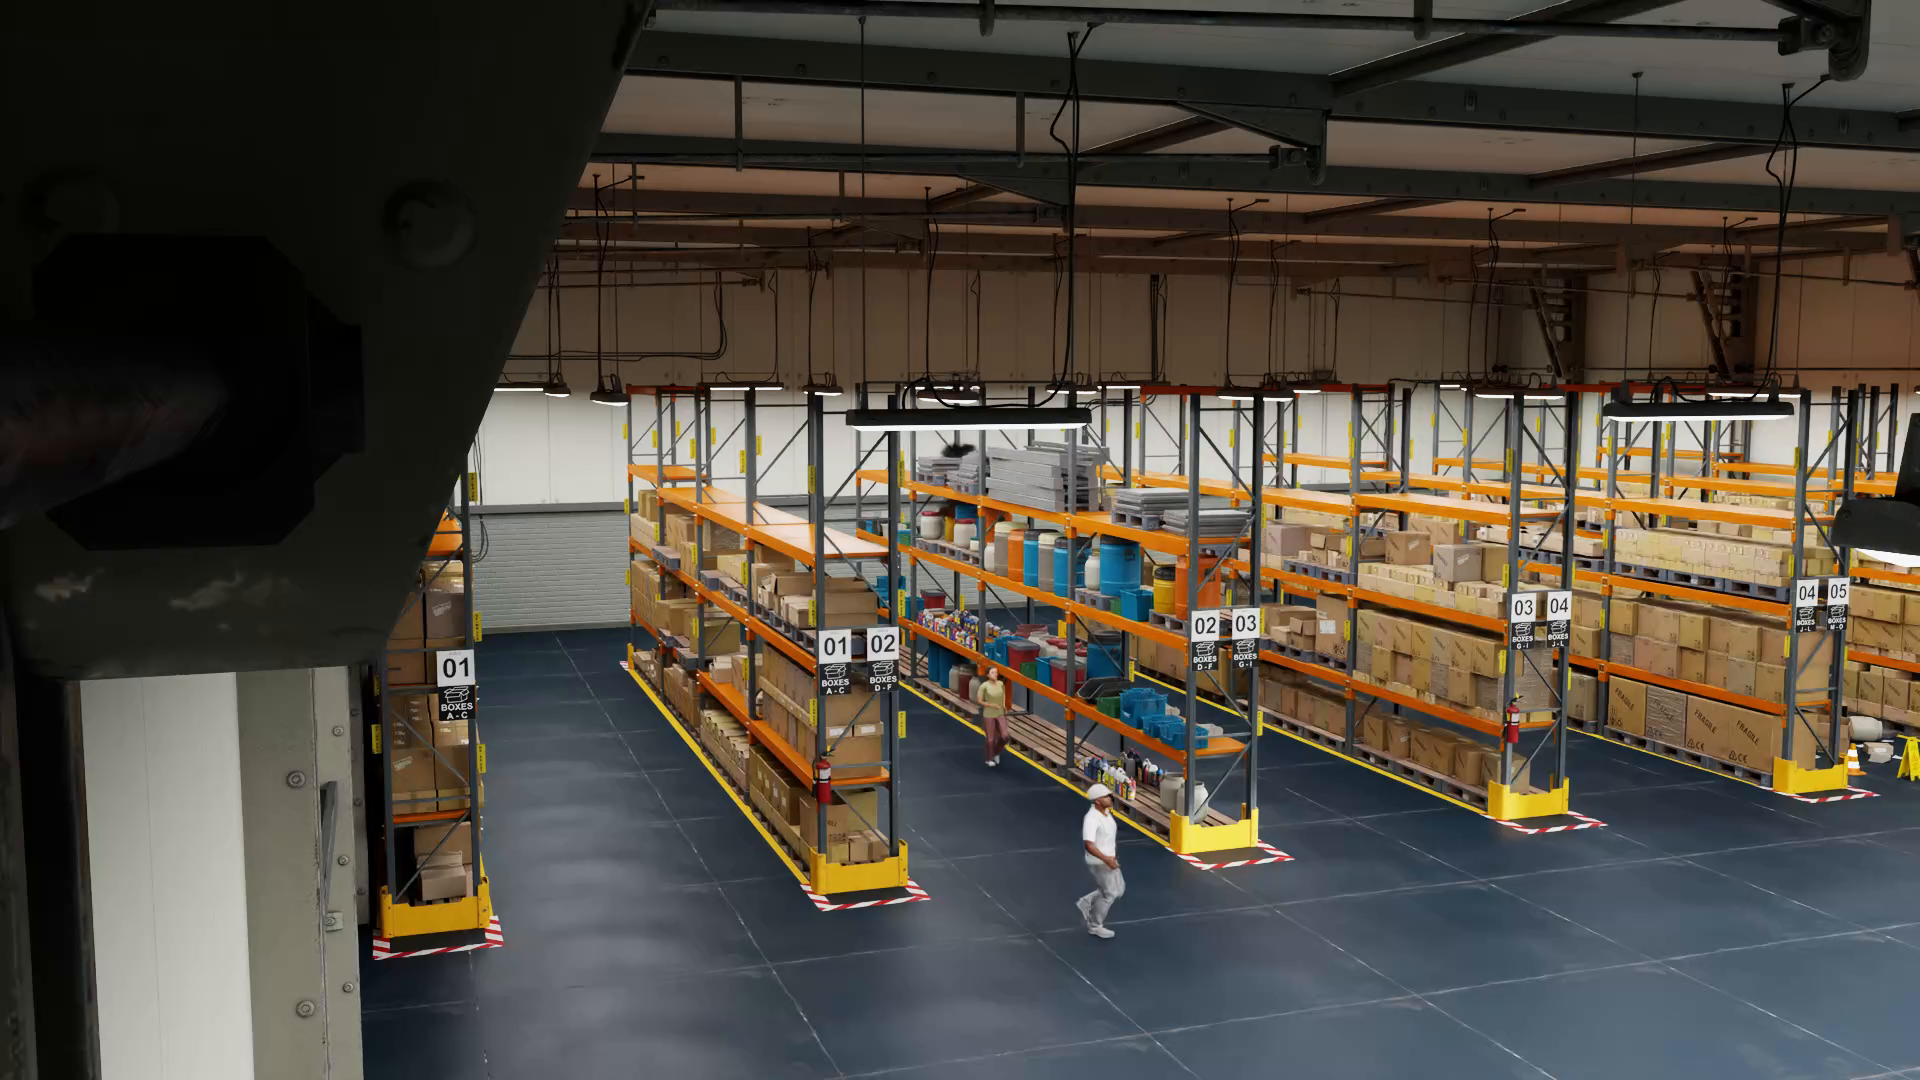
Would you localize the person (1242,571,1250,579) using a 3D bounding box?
[{"bbox_3d":[7.125,1.258,41.336,0.861,1.638,0.656,1,6,9],"label":"person"}]

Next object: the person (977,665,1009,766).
[{"bbox_3d":[0.543,2.792,26.317,0.552,1.632,0.589,-2,6,-21],"label":"person"}]

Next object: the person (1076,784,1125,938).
[{"bbox_3d":[1.559,3.564,18.568,0.541,1.727,0.700,2,6,16],"label":"person"}]
